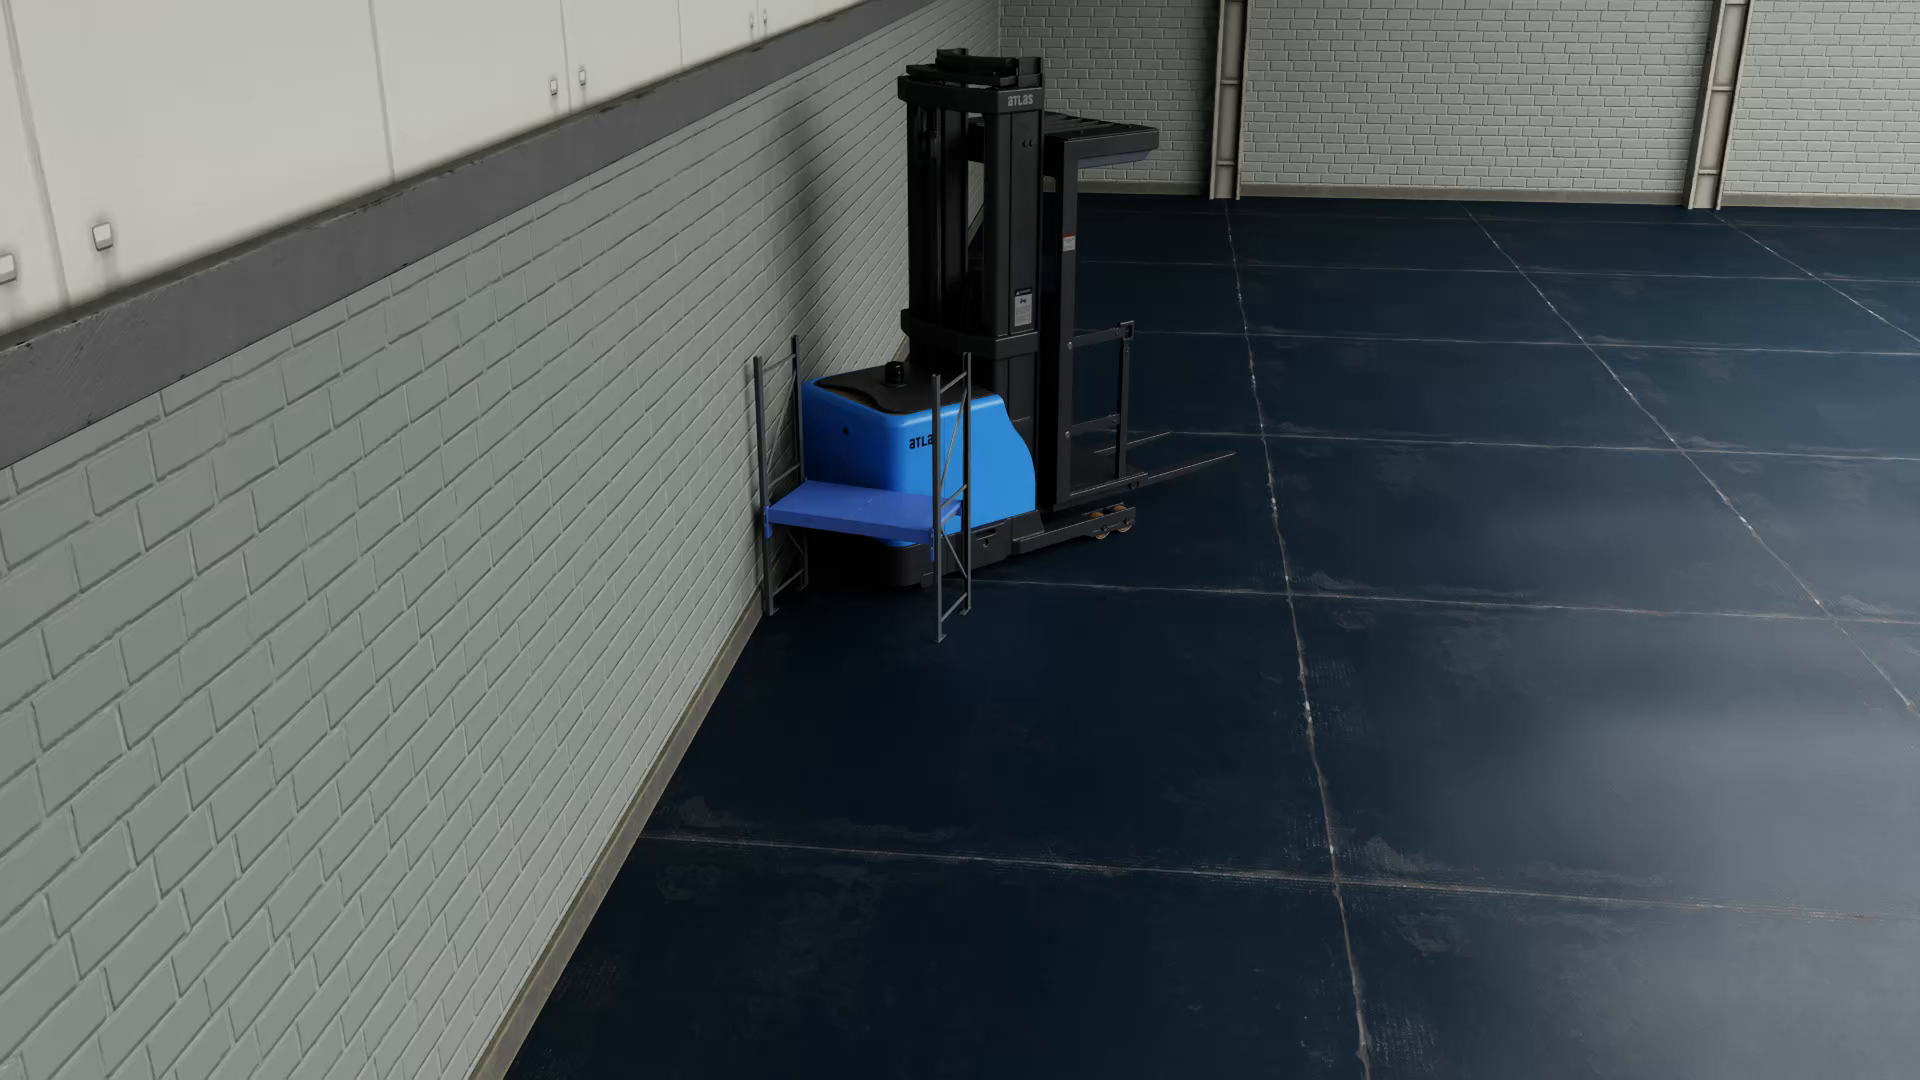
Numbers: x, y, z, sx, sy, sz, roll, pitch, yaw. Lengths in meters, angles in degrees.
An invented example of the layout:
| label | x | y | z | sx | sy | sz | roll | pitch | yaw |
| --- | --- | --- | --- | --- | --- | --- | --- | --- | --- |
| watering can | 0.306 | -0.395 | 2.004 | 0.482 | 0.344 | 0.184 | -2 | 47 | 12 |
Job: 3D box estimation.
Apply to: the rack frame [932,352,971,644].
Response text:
| label | x | y | z | sx | sy | sz | roll | pitch | yaw |
| --- | --- | --- | --- | --- | --- | --- | --- | --- | --- |
| rack frame | -0.042 | -0.224 | 8.963 | 0.032 | 1.500 | 0.500 | 8 | 23 | 19 |

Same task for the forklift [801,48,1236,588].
| label | x | y | z | sx | sy | sz | roll | pitch | yaw |
| --- | --- | --- | --- | --- | --- | --- | --- | --- | --- |
| forklift | 0.493 | -1.506 | 10.262 | 3.031 | 2.935 | 1.130 | -16 | 27 | -35 |

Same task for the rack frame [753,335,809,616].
| label | x | y | z | sx | sy | sz | roll | pitch | yaw |
| --- | --- | --- | --- | --- | --- | --- | --- | --- | --- |
| rack frame | -0.994 | -0.355 | 9.296 | 0.032 | 1.500 | 0.500 | 8 | 23 | 19 |

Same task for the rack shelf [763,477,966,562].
| label | x | y | z | sx | sy | sz | roll | pitch | yaw |
| --- | --- | --- | --- | --- | --- | --- | --- | --- | --- |
| rack shelf | -0.518 | -0.122 | 9.196 | 1.000 | 0.185 | 0.538 | 8 | 23 | 19 |

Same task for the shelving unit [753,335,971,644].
| label | x | y | z | sx | sy | sz | roll | pitch | yaw |
| --- | --- | --- | --- | --- | --- | --- | --- | --- | --- |
| shelving unit | -0.518 | -0.289 | 9.130 | 1.048 | 1.500 | 0.538 | 8 | 23 | 19 |

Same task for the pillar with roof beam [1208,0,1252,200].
| label | x | y | z | sx | sy | sz | roll | pitch | yaw |
| --- | --- | --- | --- | --- | --- | --- | --- | --- | --- |
| pillar with roof beam | 2.957 | -7.110 | 16.185 | 0.400 | 9.000 | 9.100 | 2 | 22 | 6 |

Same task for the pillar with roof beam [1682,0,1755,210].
| label | x | y | z | sx | sy | sz | roll | pitch | yaw |
| --- | --- | --- | --- | --- | --- | --- | --- | --- | --- |
| pillar with roof beam | 8.915 | -6.851 | 15.528 | 0.400 | 9.000 | 9.100 | 2 | 22 | 6 |
